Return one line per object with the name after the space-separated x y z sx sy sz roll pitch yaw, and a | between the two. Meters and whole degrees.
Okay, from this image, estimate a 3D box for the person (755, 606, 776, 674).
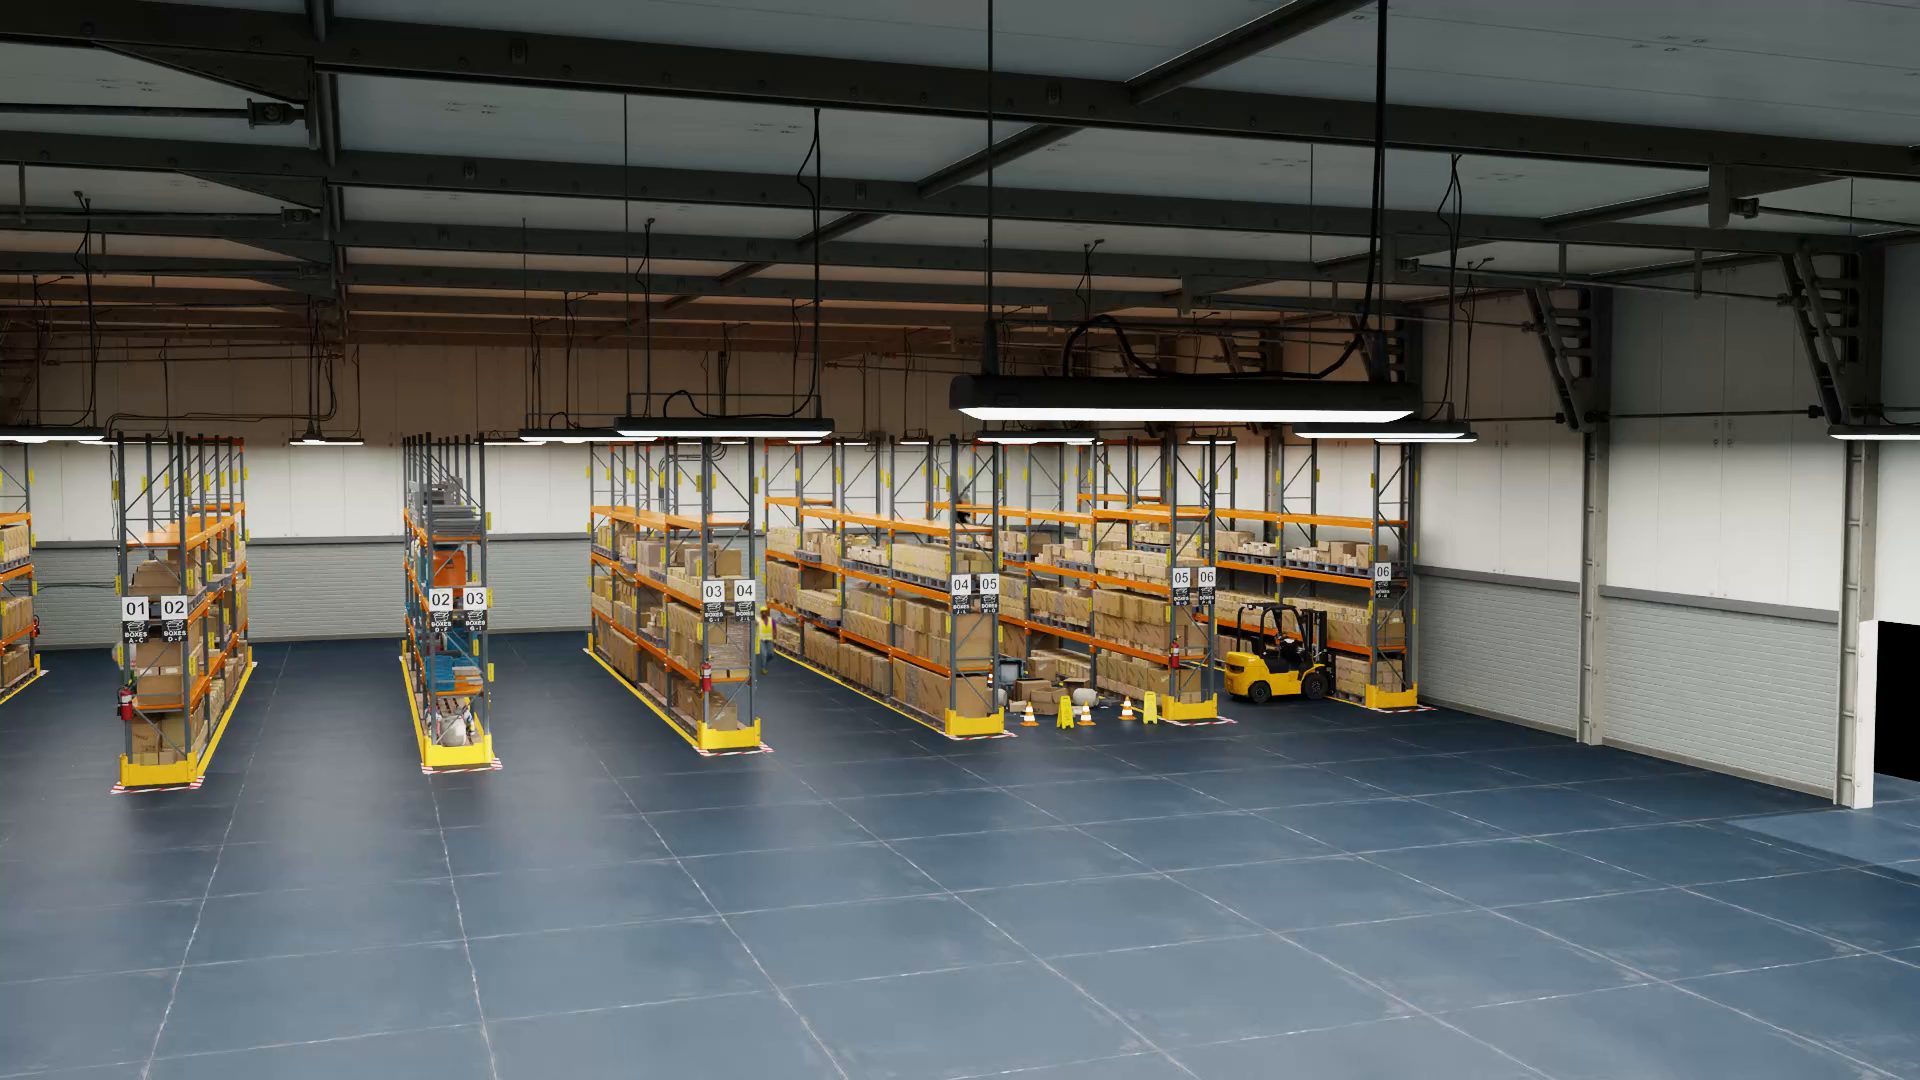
-4.943 2.533 42.044 0.696 1.718 0.605 -1 3 -25 | person

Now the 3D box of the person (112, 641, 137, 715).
-17.921 2.812 35.879 0.661 1.813 0.929 -1 3 -23 | person

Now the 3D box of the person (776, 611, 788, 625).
-5.367 2.114 49.834 0.990 1.705 0.689 1 3 14 | person

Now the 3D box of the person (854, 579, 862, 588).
-3.172 2.051 50.589 0.626 1.737 0.708 -1 3 -23 | person
